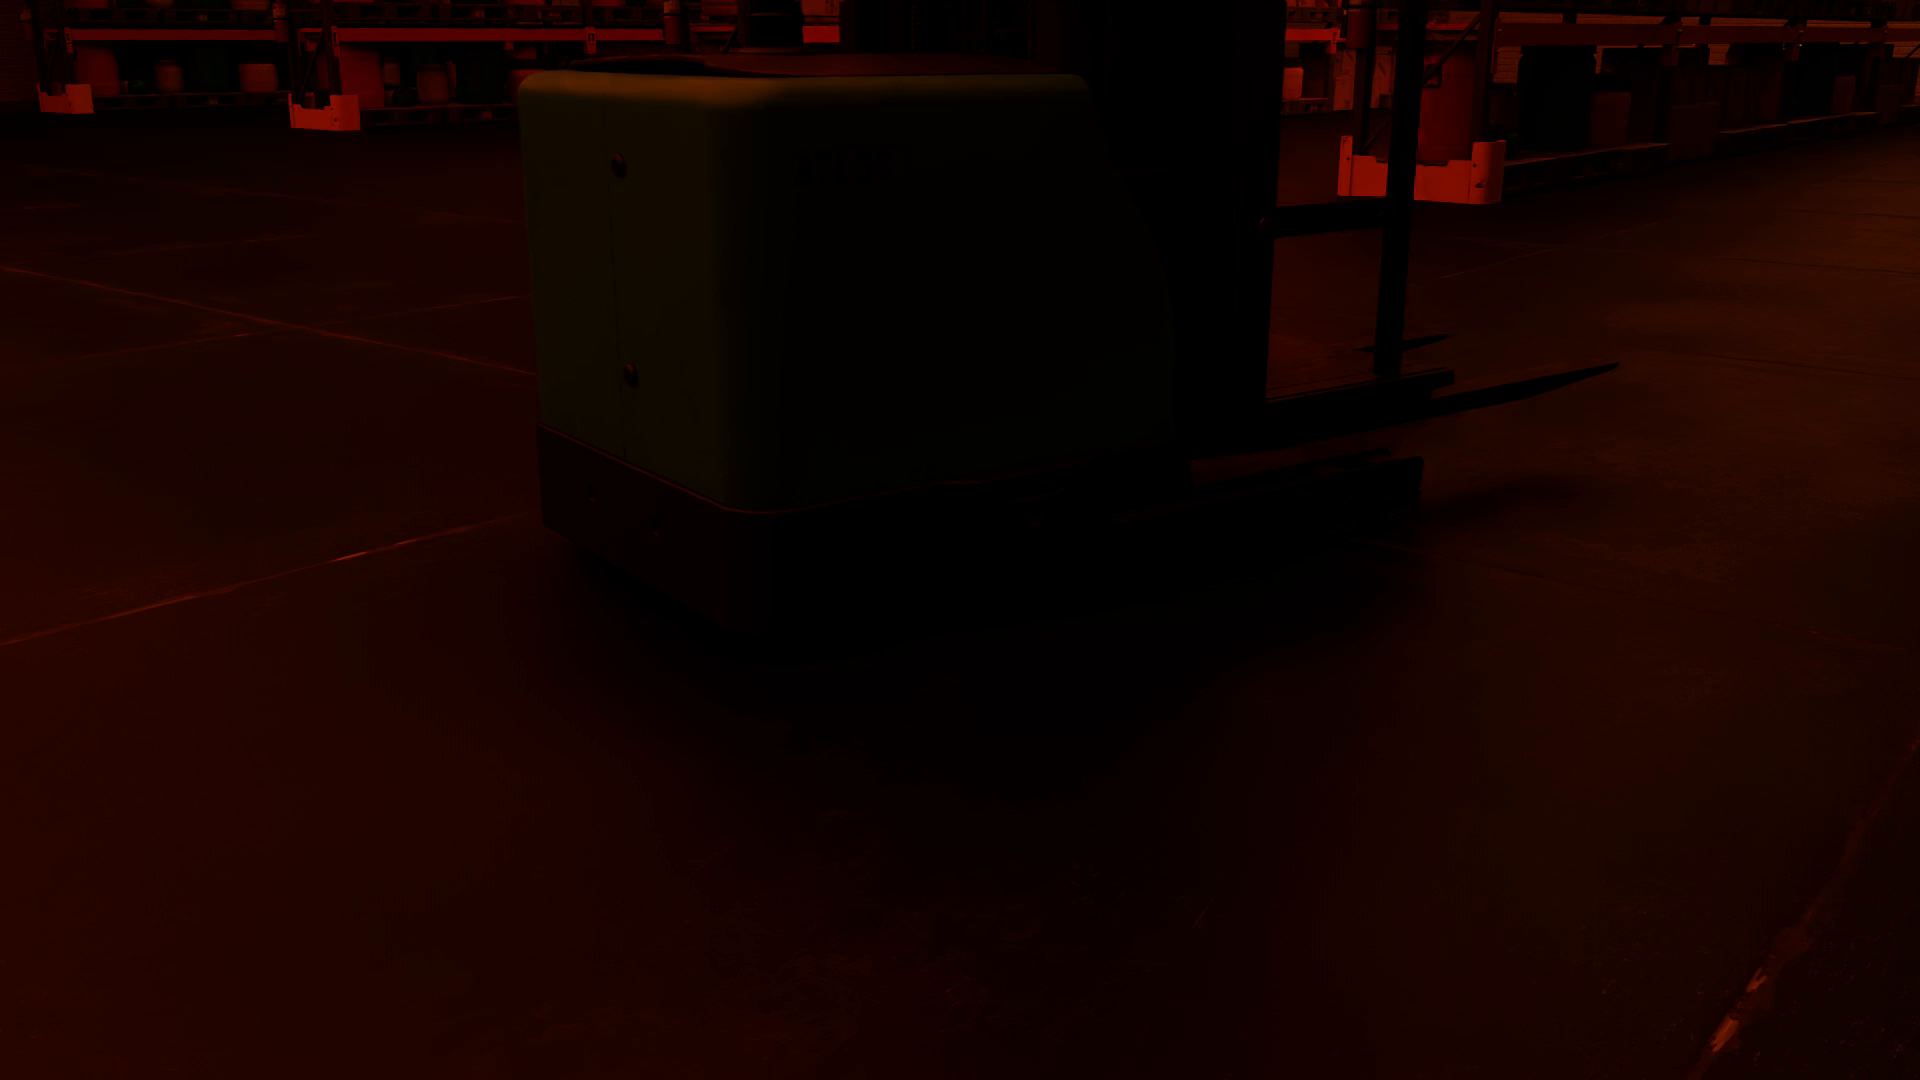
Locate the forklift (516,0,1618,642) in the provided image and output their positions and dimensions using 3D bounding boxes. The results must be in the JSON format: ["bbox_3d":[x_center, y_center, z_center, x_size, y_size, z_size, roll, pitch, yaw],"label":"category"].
[{"bbox_3d":[0.523,-1.526,3.923,3.031,2.935,1.130,-12,21,-35],"label":"forklift"}]
